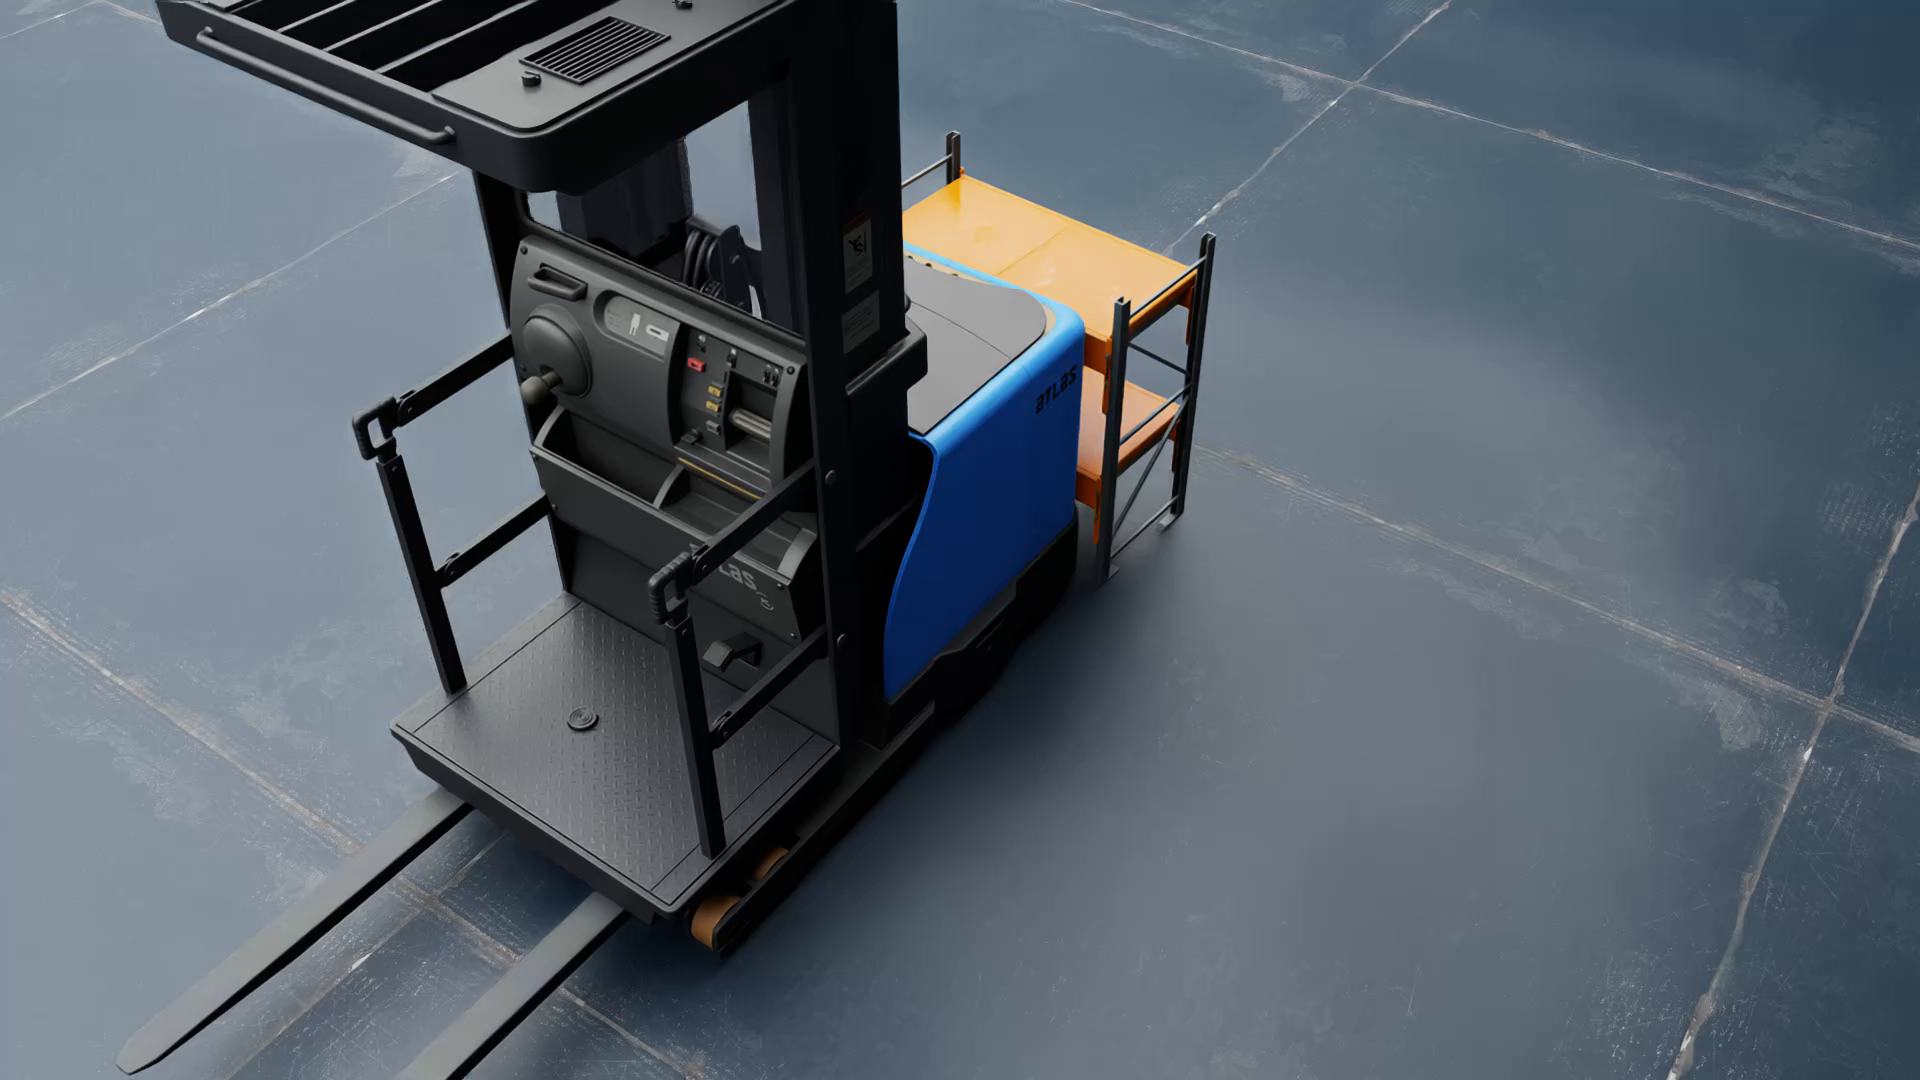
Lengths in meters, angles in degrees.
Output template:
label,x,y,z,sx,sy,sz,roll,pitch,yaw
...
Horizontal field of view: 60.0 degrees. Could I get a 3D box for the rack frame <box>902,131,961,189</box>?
label,x,y,z,sx,sy,sz,roll,pitch,yaw
rack frame,-0.167,-0.827,5.831,0.032,1.125,0.500,29,49,28

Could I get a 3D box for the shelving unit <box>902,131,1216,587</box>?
label,x,y,z,sx,sy,sz,roll,pitch,yaw
shelving unit,0.226,-0.612,5.591,1.048,1.125,0.538,29,49,28

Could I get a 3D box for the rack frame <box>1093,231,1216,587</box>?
label,x,y,z,sx,sy,sz,roll,pitch,yaw
rack frame,0.619,-0.397,5.351,0.032,1.125,0.500,29,49,28

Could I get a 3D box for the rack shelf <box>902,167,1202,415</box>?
label,x,y,z,sx,sy,sz,roll,pitch,yaw
rack shelf,0.226,-0.830,5.395,1.000,0.278,0.538,29,49,28

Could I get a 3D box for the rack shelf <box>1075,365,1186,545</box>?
label,x,y,z,sx,sy,sz,roll,pitch,yaw
rack shelf,0.226,-0.430,5.754,1.000,0.278,0.538,29,49,28

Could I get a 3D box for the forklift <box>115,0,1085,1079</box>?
label,x,y,z,sx,sy,sz,roll,pitch,yaw
forklift,-0.883,-0.355,3.949,1.130,2.935,3.031,26,48,26
